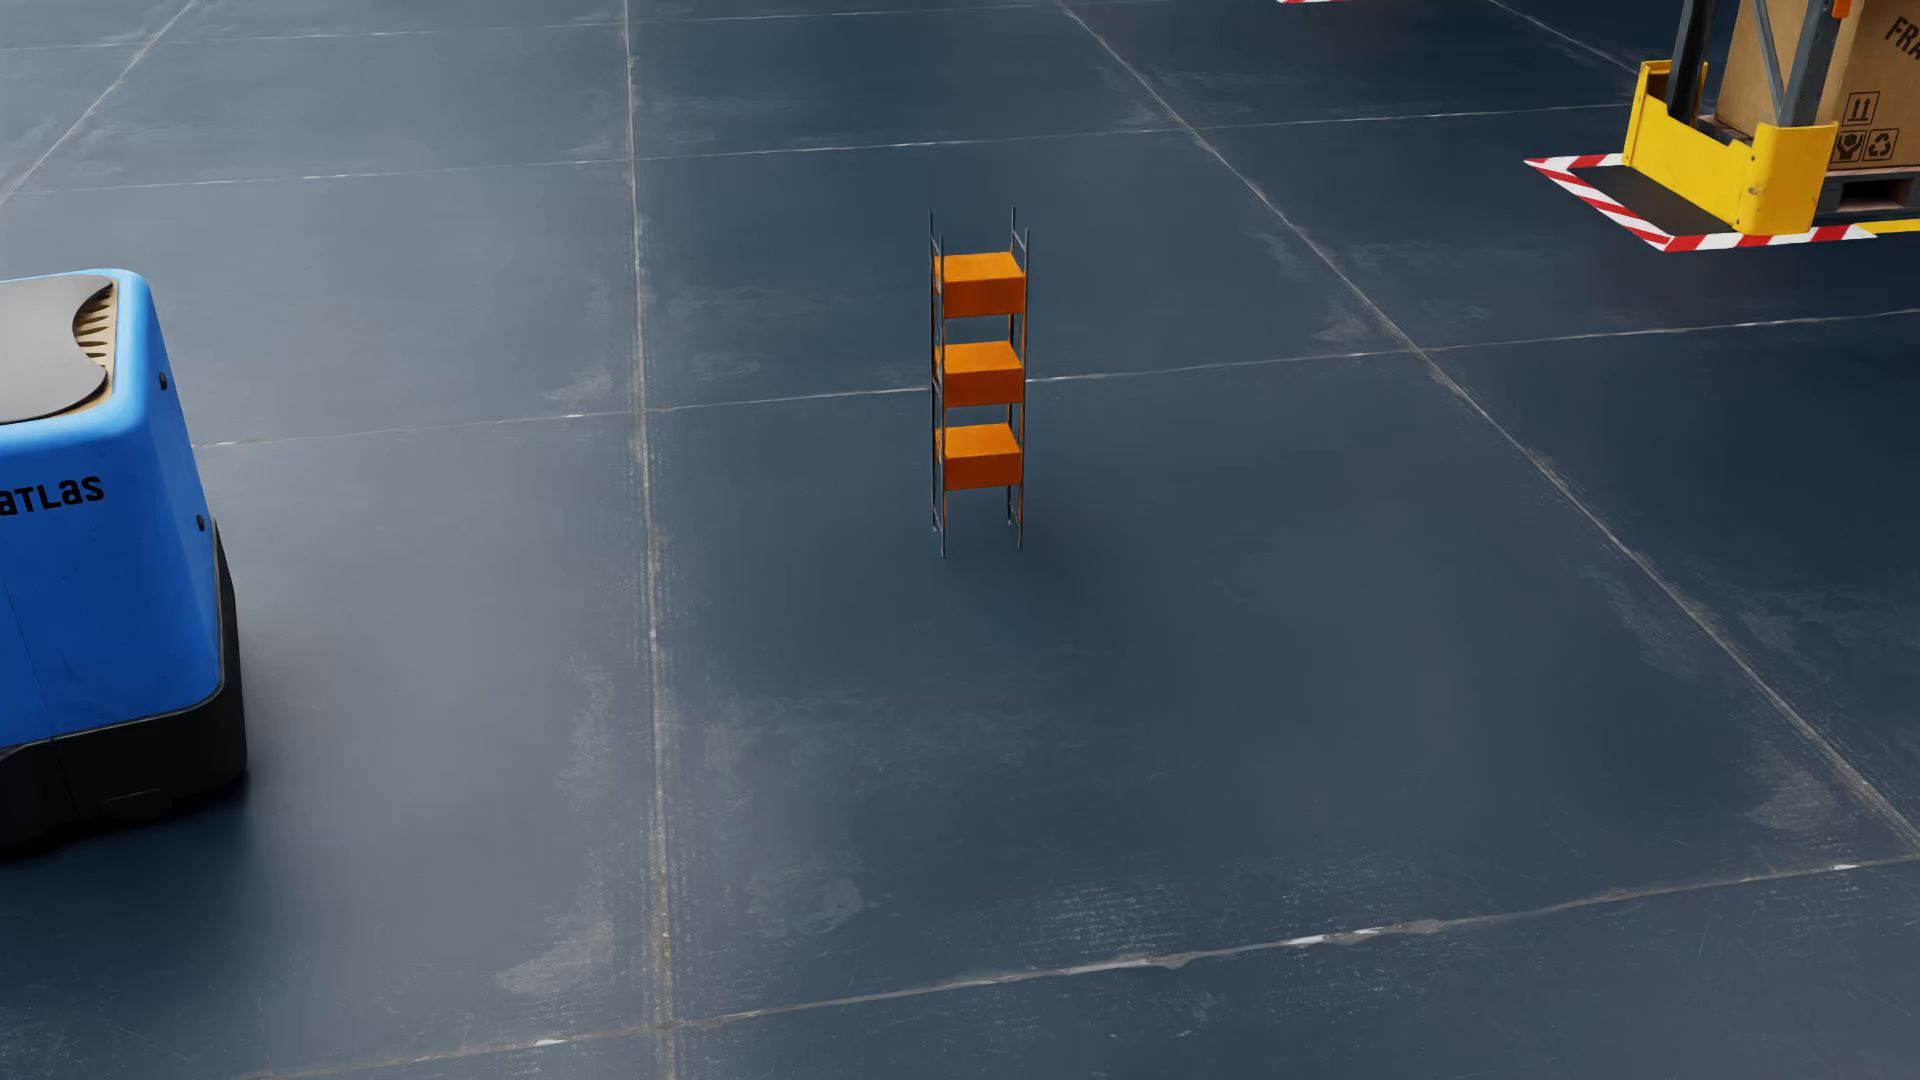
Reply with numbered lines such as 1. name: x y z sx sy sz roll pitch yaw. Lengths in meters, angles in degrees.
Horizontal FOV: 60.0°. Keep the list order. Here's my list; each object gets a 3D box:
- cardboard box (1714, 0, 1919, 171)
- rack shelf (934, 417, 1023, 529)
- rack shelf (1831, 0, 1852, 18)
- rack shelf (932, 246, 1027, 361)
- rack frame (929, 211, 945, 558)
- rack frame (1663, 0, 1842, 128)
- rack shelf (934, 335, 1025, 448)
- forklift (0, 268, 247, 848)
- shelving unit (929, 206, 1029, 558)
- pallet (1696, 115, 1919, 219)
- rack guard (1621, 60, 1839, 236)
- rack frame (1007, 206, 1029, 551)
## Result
1. cardboard box: 4.346 -2.347 7.964 0.875 0.875 0.875 -5 31 -9
2. rack shelf: 0.053 -0.209 5.138 0.240 0.259 0.215 -5 31 -9
3. rack shelf: 5.659 -2.860 7.864 4.000 0.370 1.077 -5 31 -9
4. rack shelf: 0.053 -0.693 4.854 0.240 0.259 0.215 -5 31 -9
5. rack frame: -0.067 -0.446 4.973 0.008 1.050 0.200 -5 31 -9
6. rack frame: 3.691 -2.987 7.371 0.127 3.000 1.000 -5 31 -9
7. rack shelf: 0.053 -0.448 4.998 0.240 0.259 0.215 -5 31 -9
8. forklift: -3.351 -0.556 3.304 3.031 2.935 1.130 -12 32 -19
9. shelving unit: 0.053 -0.457 4.992 0.252 1.050 0.215 -5 31 -9
10. pallet: 4.464 -1.897 8.268 1.213 0.211 1.003 -5 31 -9
11. rack guard: 3.668 -1.907 8.001 0.348 0.500 1.175 -5 31 -9
12. rack frame: 0.173 -0.469 5.011 0.008 1.050 0.200 -5 31 -9
